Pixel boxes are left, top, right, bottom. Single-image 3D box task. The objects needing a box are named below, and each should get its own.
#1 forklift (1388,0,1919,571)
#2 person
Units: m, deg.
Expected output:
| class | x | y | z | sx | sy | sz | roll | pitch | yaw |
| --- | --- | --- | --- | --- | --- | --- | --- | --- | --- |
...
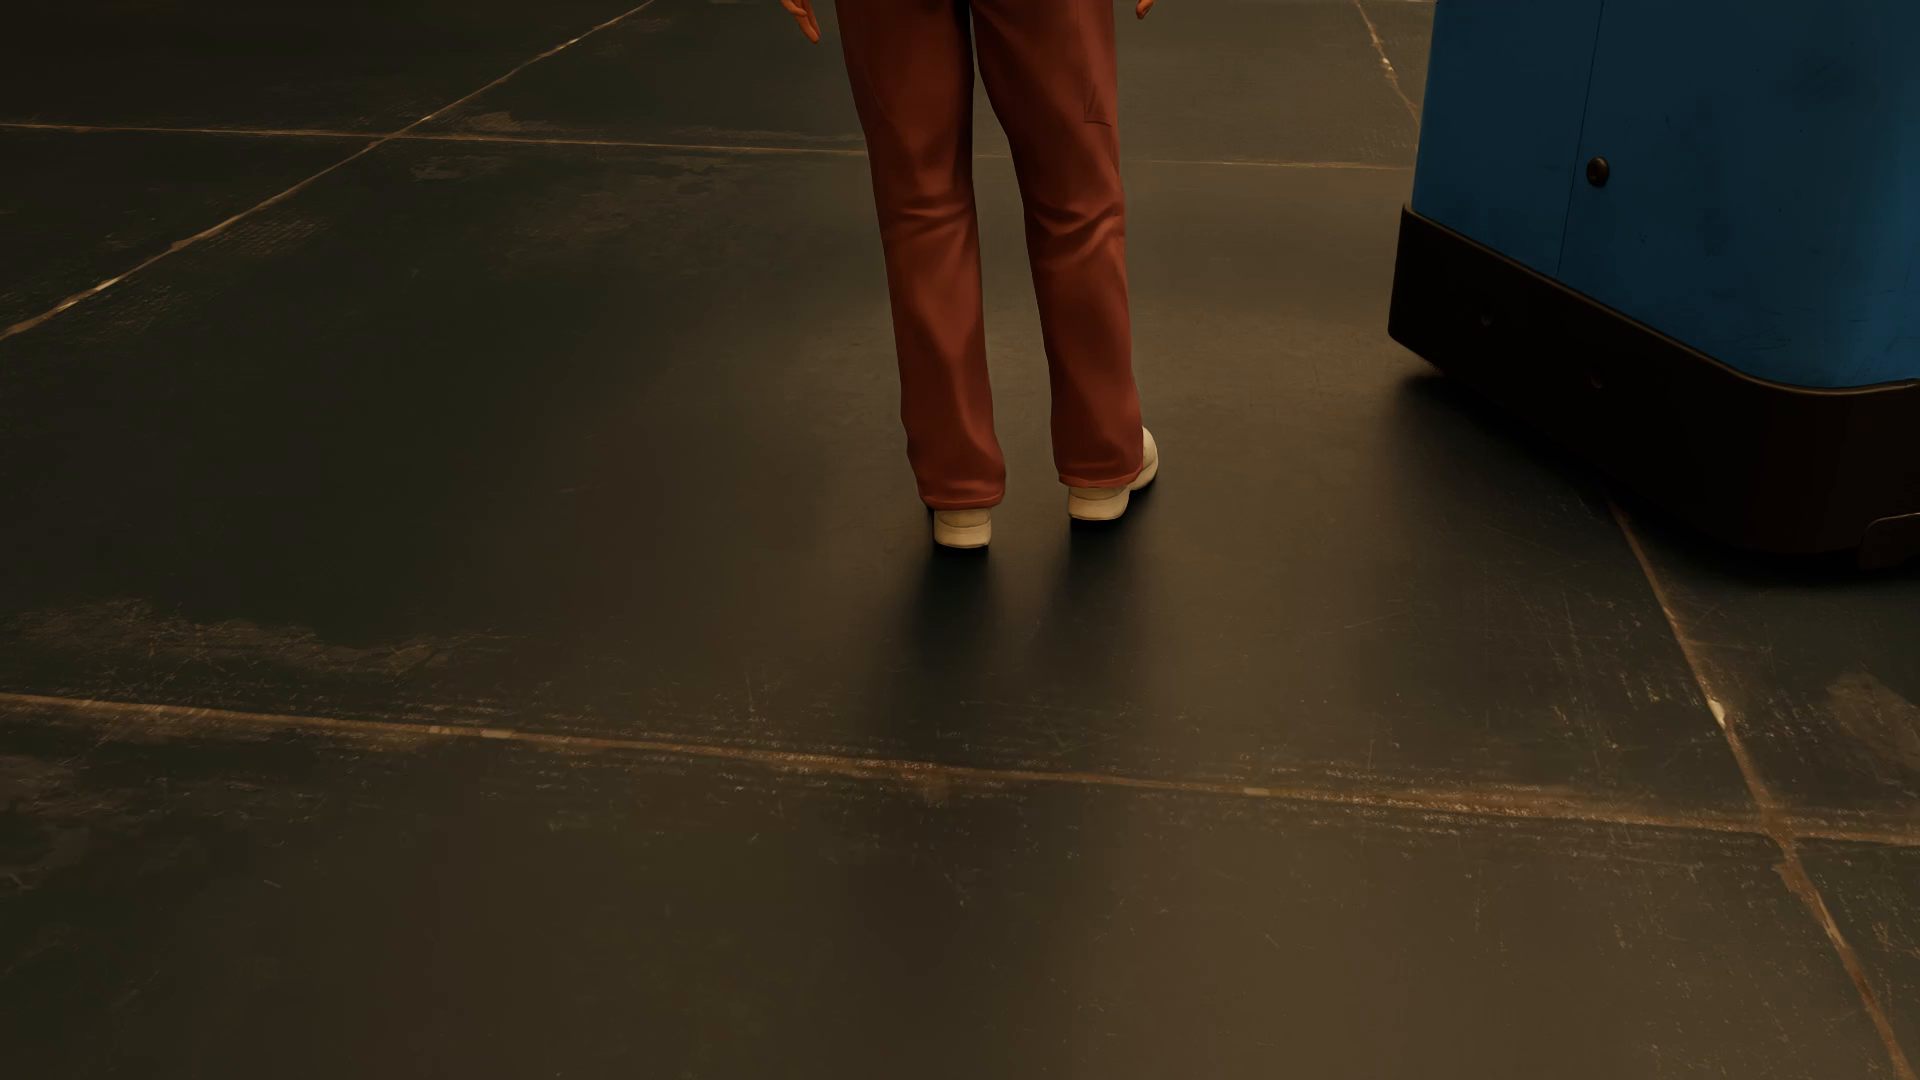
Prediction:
| class | x | y | z | sx | sy | sz | roll | pitch | yaw |
| --- | --- | --- | --- | --- | --- | --- | --- | --- | --- |
| forklift | 2.377 | -1.634 | 2.492 | 3.031 | 2.935 | 1.130 | -8 | 28 | -15 |
| person | 0.021 | -0.789 | 2.187 | 0.554 | 1.673 | 0.548 | 3 | 27 | 7 |
